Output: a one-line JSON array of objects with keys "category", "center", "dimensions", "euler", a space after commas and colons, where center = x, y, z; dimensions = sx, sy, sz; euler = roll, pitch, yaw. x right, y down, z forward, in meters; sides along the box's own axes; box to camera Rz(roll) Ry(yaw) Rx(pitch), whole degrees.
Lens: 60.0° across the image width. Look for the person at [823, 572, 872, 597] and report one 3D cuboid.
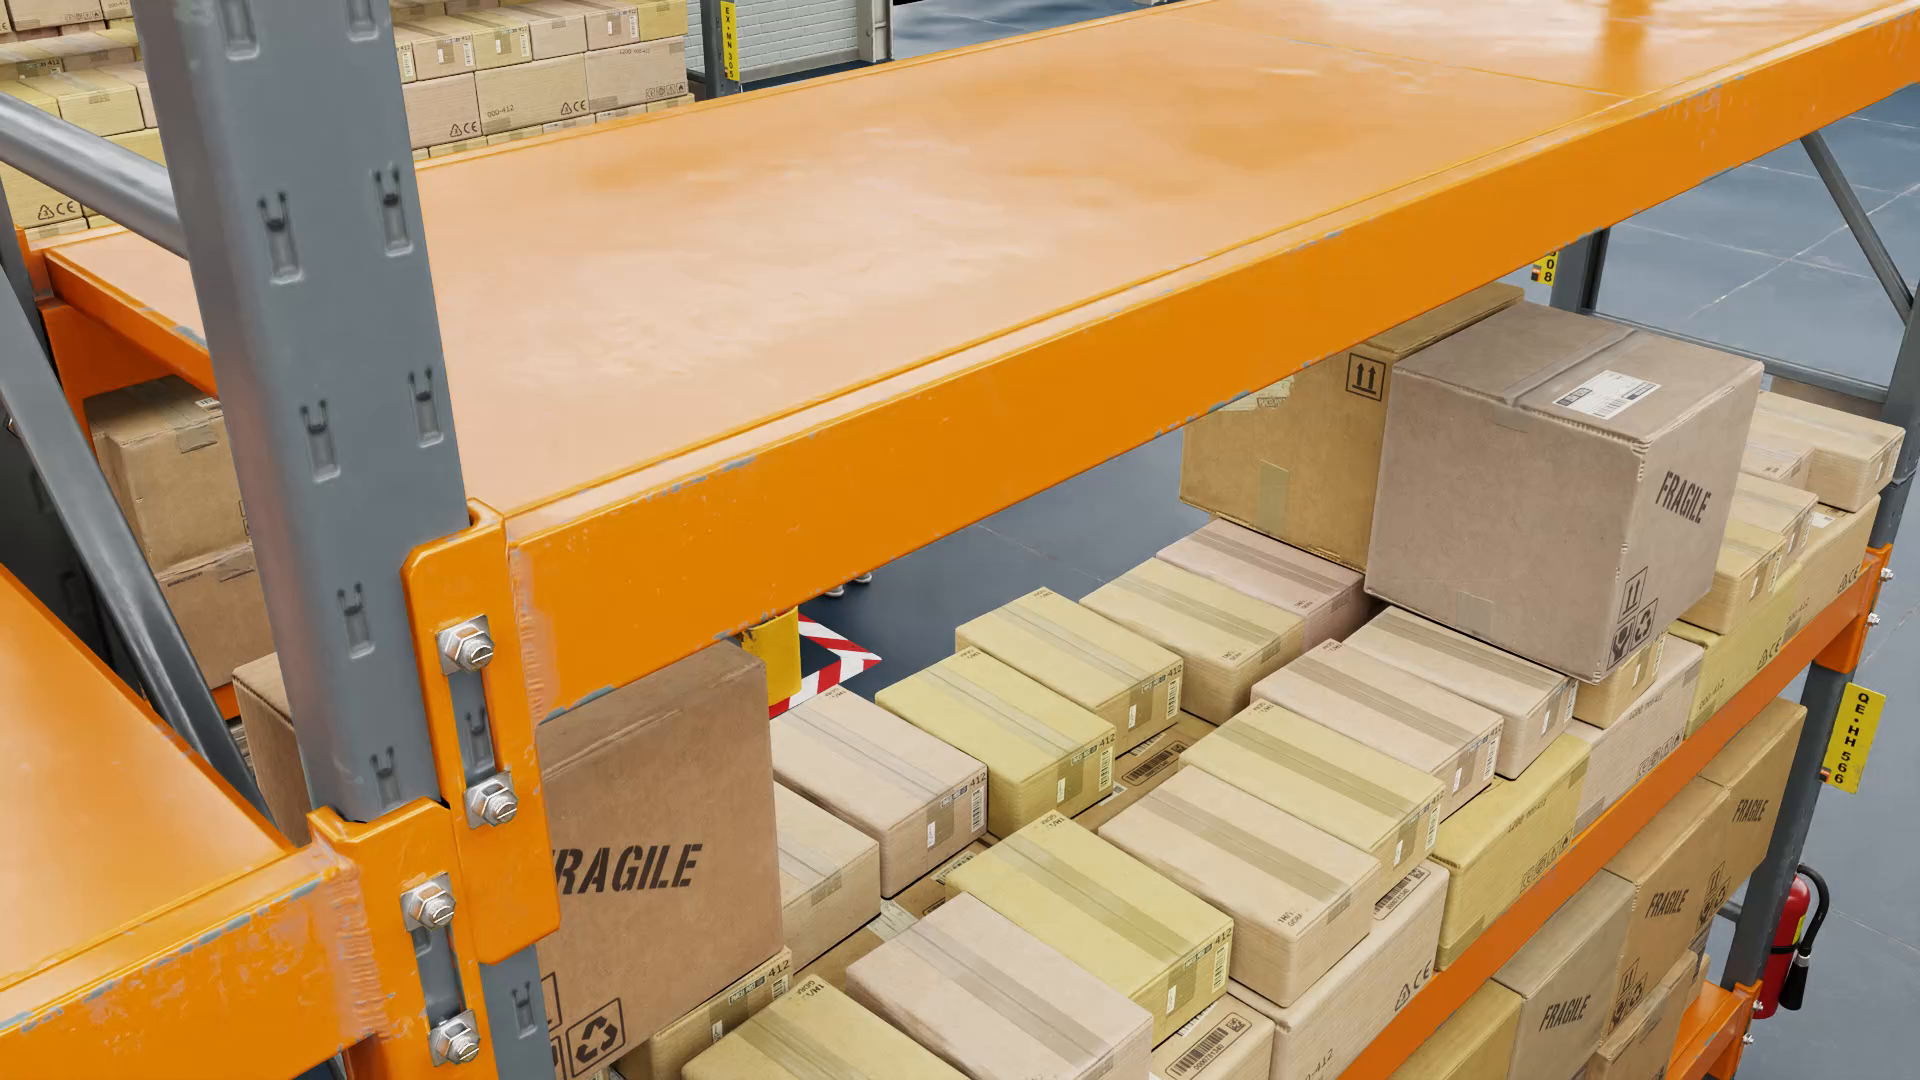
[{"category": "person", "center": [-0.847, -0.441, 9.653], "dimensions": [0.757, 1.483, 0.410], "euler": [24, 36, 37]}]
